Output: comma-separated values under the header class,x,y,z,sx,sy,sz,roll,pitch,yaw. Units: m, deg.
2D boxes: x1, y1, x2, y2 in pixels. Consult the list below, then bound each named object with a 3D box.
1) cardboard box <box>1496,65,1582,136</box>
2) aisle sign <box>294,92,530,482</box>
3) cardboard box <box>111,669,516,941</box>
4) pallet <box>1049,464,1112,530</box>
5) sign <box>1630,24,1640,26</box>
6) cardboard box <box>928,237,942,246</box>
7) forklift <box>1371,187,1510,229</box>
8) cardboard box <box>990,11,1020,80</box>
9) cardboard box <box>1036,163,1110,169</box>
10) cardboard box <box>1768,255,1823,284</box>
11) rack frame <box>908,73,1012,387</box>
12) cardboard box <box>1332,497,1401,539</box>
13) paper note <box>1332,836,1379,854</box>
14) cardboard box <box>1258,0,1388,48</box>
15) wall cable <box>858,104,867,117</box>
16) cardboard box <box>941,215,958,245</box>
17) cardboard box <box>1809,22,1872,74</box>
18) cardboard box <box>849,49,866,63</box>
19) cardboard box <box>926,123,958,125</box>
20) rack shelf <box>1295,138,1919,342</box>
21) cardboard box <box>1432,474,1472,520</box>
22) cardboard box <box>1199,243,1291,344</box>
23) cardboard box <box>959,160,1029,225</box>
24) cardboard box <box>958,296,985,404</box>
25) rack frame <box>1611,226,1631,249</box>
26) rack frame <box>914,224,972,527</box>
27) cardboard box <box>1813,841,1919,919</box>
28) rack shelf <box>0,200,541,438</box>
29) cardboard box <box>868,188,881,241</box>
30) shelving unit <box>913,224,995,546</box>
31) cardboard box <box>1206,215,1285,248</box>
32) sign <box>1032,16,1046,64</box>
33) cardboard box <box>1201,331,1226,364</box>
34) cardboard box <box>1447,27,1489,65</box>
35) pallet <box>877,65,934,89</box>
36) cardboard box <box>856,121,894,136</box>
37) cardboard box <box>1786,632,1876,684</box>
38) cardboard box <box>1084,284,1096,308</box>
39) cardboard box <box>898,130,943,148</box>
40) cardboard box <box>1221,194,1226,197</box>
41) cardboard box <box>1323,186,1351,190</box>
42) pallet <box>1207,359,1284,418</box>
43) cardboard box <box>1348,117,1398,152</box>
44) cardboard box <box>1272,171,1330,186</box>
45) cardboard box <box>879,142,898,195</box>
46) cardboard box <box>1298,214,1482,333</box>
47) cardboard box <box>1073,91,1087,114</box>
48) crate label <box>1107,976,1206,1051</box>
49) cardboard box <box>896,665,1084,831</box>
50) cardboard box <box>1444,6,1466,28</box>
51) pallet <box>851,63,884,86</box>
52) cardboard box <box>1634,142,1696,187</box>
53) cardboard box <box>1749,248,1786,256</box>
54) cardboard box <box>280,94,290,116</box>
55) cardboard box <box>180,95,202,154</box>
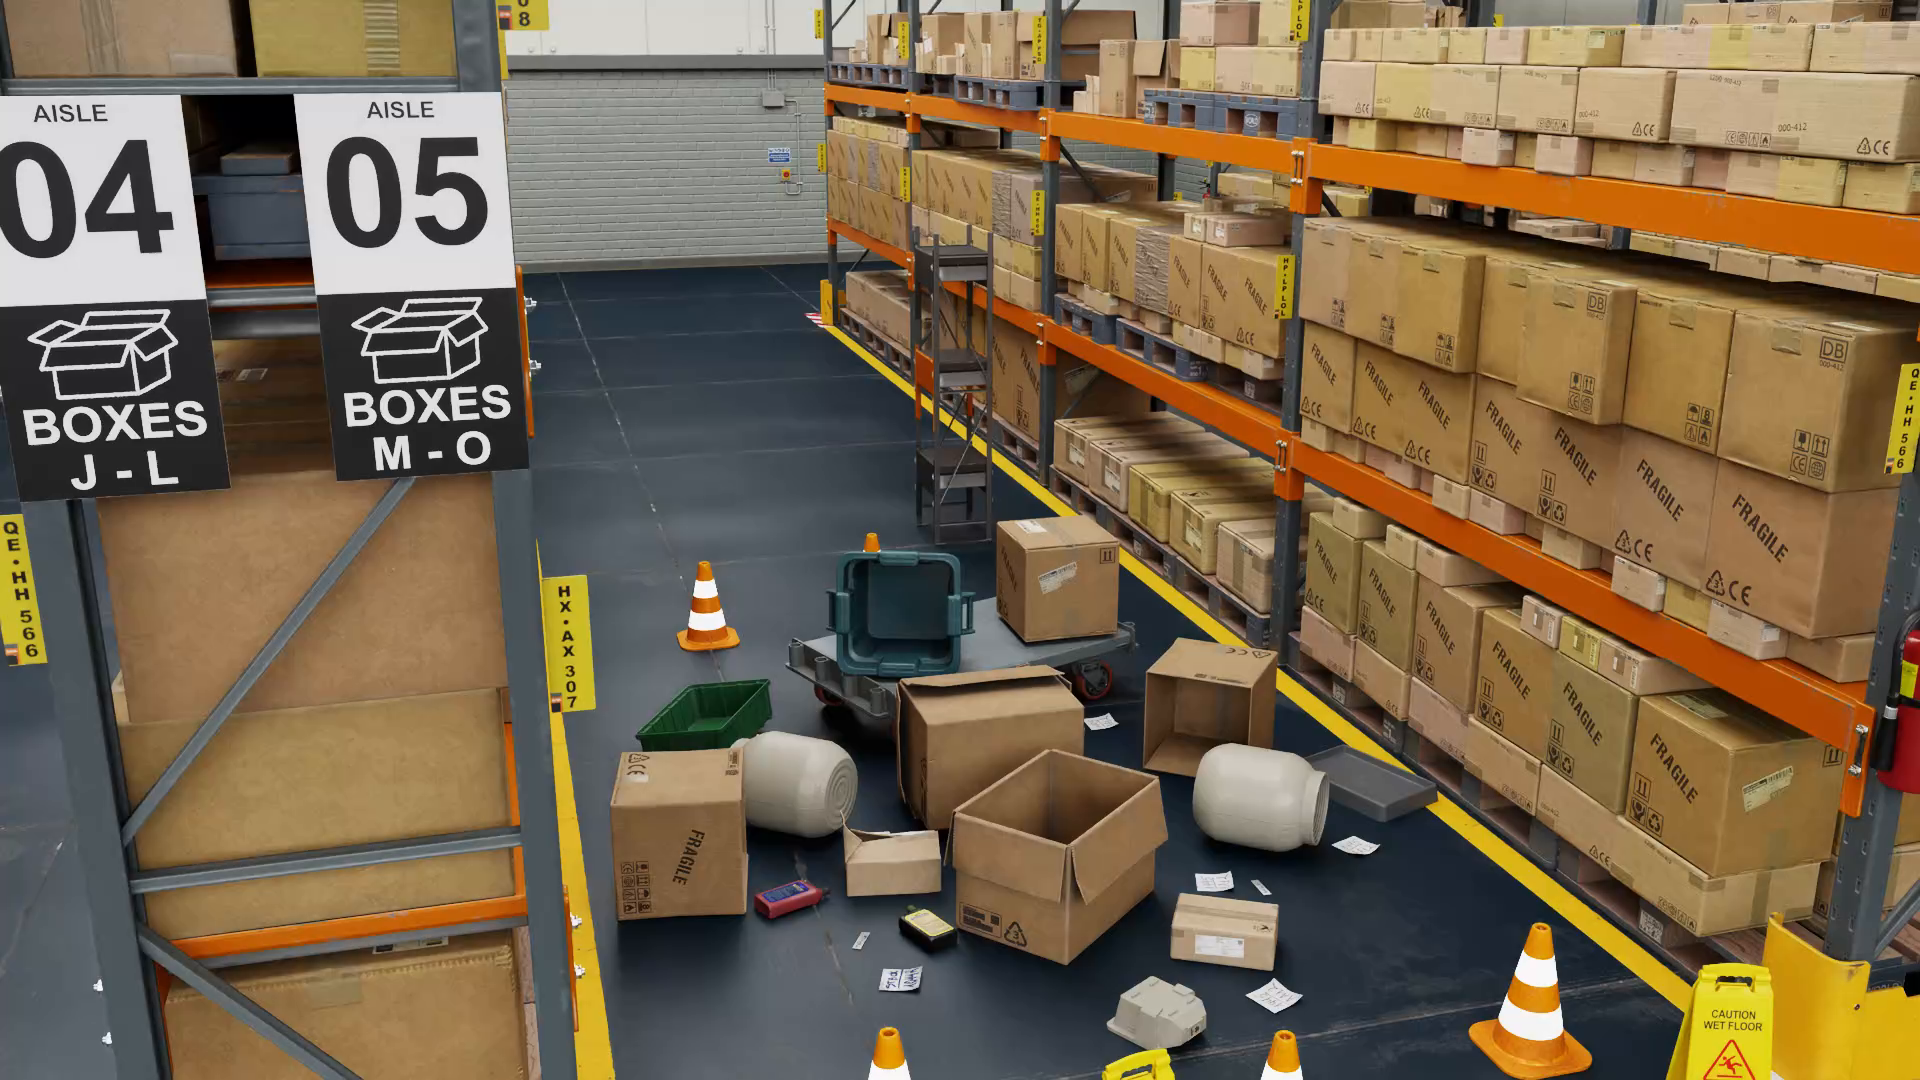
class,x,y,z,sx,sy,sz,roll,pitch,yaw
cardboard box,2.478,-1.735,6.543,0.500,0.250,0.500,-5,17,-15
aisle sign,-1.121,-0.515,3.435,0.394,0.787,0.004,-5,17,-15
cardboard box,-1.574,0.563,4.103,0.875,0.550,0.550,-5,17,-15
pallet,1.318,-0.347,12.239,1.003,0.211,1.213,-5,17,-15
sign,5.354,-3.934,13.221,0.100,0.325,0.005,-5,17,-15
cardboard box,0.016,-2.647,15.312,0.500,0.250,0.500,-5,17,-17
forklift,3.939,-1.974,12.930,1.130,2.935,3.031,-7,18,-23
cardboard box,0.650,-3.843,12.913,0.700,0.500,0.500,-6,18,-18
cardboard box,0.931,-2.862,13.853,0.500,0.500,0.500,-4,17,-14
cardboard box,6.191,-1.893,11.933,0.500,0.250,0.500,-4,17,-14
rack frame,0.005,-3.005,16.241,1.000,3.000,0.127,-5,17,-15
cardboard box,2.083,-0.122,8.263,0.380,0.149,0.250,-4,17,-14
paper note,1.687,1.298,7.079,0.142,0.019,0.148,-12,20,-34
cardboard box,1.922,-2.747,8.832,0.500,0.250,0.500,-4,17,-14
wall cable,-1.306,-6.271,25.349,0.588,1.984,0.122,-5,17,-15
cardboard box,0.138,-2.745,14.767,0.500,0.250,0.500,-4,17,-15
cardboard box,2.892,-1.528,5.162,0.380,0.149,0.250,-4,17,-14
cardboard box,-1.016,-5.357,18.392,0.380,0.149,0.250,-4,17,-13
cardboard box,-0.233,-4.373,17.756,0.380,0.149,0.250,-5,17,-15
rack shelf,2.753,-1.331,6.705,1.077,0.370,4.000,-5,17,-15
cardboard box,2.324,-0.205,7.356,0.380,0.149,0.250,-5,17,-15
cardboard box,1.718,-1.430,9.578,0.500,0.500,0.500,-5,17,-15
cardboard box,0.300,-2.967,14.204,0.500,0.500,0.500,-5,17,-16
cardboard box,0.508,-1.774,15.107,0.875,0.875,0.875,-4,17,-14
rack frame,5.876,-2.292,13.868,1.000,3.000,0.127,-5,17,-15
rack frame,-0.113,-1.119,11.527,0.400,2.100,0.015,-5,17,-15
cardboard box,3.347,1.185,6.342,0.500,0.250,0.500,-5,17,-16
rack shelf,-1.978,-0.911,5.309,1.077,0.370,4.000,-5,17,-15
cardboard box,-0.667,-3.441,17.518,0.500,0.500,0.500,-5,17,-16
shelving unit,-0.045,-1.051,11.302,0.431,2.100,0.503,-5,17,-15
cardboard box,1.658,-1.793,9.660,0.380,0.149,0.250,-5,17,-17
sign,0.568,-3.579,11.902,0.100,0.325,0.005,-5,17,-15
cardboard box,1.636,-1.136,9.727,0.380,0.149,0.250,-5,17,-16
cardboard box,2.303,-2.094,7.047,0.380,0.149,0.250,-5,18,-17
pallet,-0.210,-4.626,16.579,1.003,0.211,1.213,-5,17,-15
cardboard box,-0.920,-4.469,18.075,0.380,0.149,0.250,-5,17,-15
cardboard box,2.994,0.348,5.515,0.380,0.149,0.250,-4,17,-13
cardboard box,1.091,-1.714,11.652,0.380,0.149,0.250,-6,18,-19
cardboard box,-0.386,-3.902,16.189,0.380,0.149,0.250,-5,17,-16
cardboard box,3.504,-4.272,20.896,0.380,0.149,0.250,-5,17,-16
cardboard box,4.126,-3.867,18.855,0.500,0.250,0.500,-5,17,-16
pallet,2.133,-0.923,9.644,1.003,0.211,1.213,-5,17,-15
cardboard box,2.069,-1.926,7.871,0.380,0.149,0.250,-5,17,-15
cardboard box,3.956,-4.373,19.235,0.500,0.500,0.500,-4,17,-14
cardboard box,-0.522,-3.781,16.914,0.500,0.500,0.500,-5,17,-16
cardboard box,2.116,-1.322,8.211,0.700,0.500,0.500,-5,17,-16
cardboard box,1.027,-3.114,11.828,0.380,0.149,0.250,-5,17,-15
crate label,0.695,1.638,5.762,0.298,0.136,0.250,16,23,42
cardboard box,0.121,0.901,7.341,0.797,0.637,0.503,-5,17,-15
cardboard box,5.031,-5.155,16.480,0.396,0.266,0.258,-5,17,-15
pallet,-0.541,-4.963,17.700,1.003,0.211,1.213,-5,17,-15
cardboard box,2.676,-1.361,5.992,0.380,0.149,0.250,-5,17,-16
cardboard box,6.045,-2.183,12.203,0.380,0.149,0.250,-4,17,-14
cardboard box,-2.403,-1.458,5.411,0.380,0.149,0.250,-5,17,-15
cardboard box,-1.846,-0.897,3.542,0.380,0.149,0.250,-5,17,-15
